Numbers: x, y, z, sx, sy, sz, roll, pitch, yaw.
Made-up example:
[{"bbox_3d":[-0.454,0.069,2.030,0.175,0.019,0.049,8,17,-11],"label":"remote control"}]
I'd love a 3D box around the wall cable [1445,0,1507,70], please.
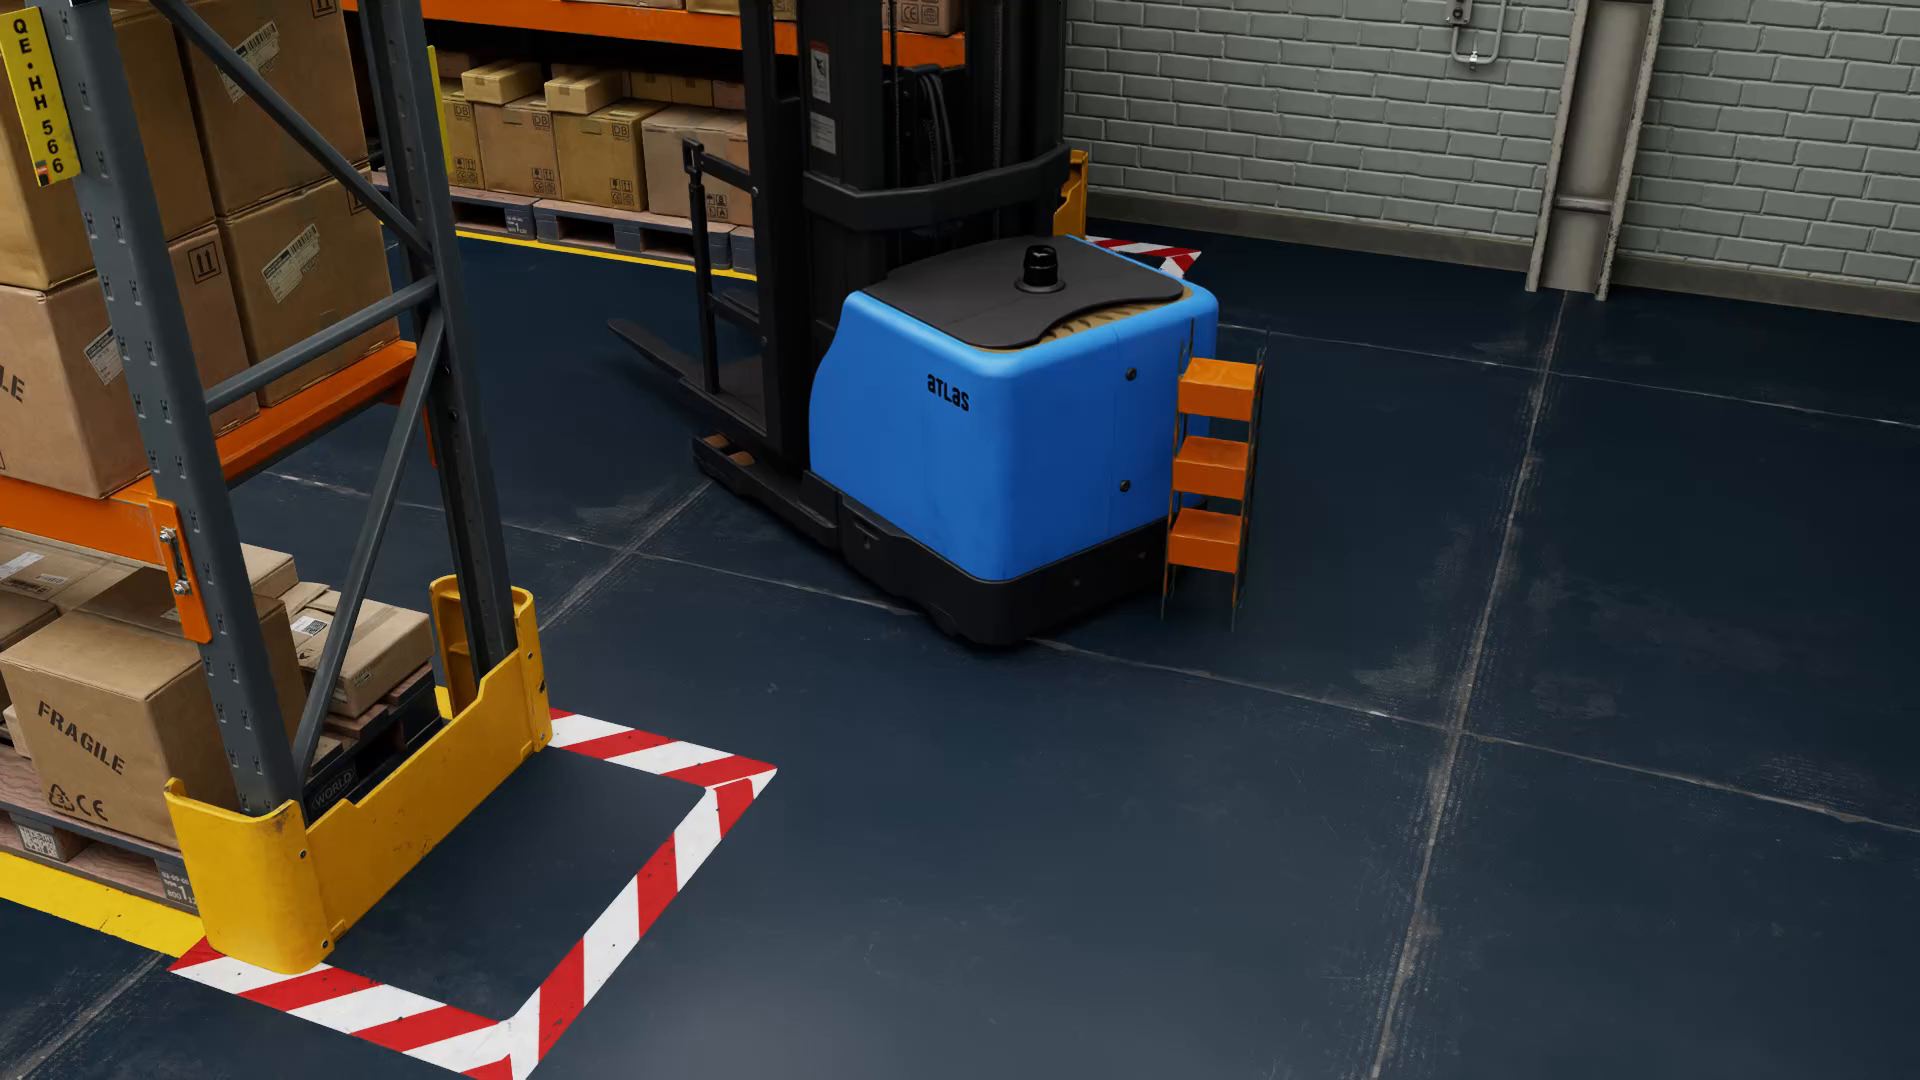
[{"bbox_3d":[1.847,-3.359,8.111,1.851,1.984,0.084,11,31,19],"label":"wall cable"}]

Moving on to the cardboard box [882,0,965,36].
[{"bbox_3d":[-0.172,-2.942,8.102,0.700,0.700,0.980,13,32,21],"label":"cardboard box"}]

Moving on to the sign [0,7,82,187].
[{"bbox_3d":[-1.782,-0.855,3.216,0.005,0.325,0.100,11,31,19],"label":"sign"}]

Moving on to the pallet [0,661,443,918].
[{"bbox_3d":[-2.364,0.591,4.991,1.213,0.211,1.003,11,31,19],"label":"pallet"}]

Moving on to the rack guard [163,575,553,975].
[{"bbox_3d":[-1.625,0.612,4.660,0.348,0.500,1.175,11,31,19],"label":"rack guard"}]

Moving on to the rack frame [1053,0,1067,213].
[{"bbox_3d":[0.305,-2.722,8.017,0.127,3.000,1.000,11,31,19],"label":"rack frame"}]

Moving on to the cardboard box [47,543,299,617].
[{"bbox_3d":[-2.415,0.221,5.159,0.500,0.250,0.500,11,31,19],"label":"cardboard box"}]

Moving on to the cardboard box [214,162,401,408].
[{"bbox_3d":[-1.867,-0.708,4.353,0.500,0.500,0.500,12,32,20],"label":"cardboard box"}]

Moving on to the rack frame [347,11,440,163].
[{"bbox_3d":[-3.402,-3.462,9.326,0.127,3.000,1.000,11,31,19],"label":"rack frame"}]

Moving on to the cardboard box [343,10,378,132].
[{"bbox_3d":[-4.053,-2.770,9.860,0.750,0.750,0.750,12,32,20],"label":"cardboard box"}]

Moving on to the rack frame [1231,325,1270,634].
[{"bbox_3d":[0.960,-0.184,5.509,0.008,1.050,0.200,9,31,16],"label":"rack frame"}]

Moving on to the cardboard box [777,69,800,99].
[{"bbox_3d":[-0.892,-2.391,8.886,0.250,0.149,0.380,12,31,20],"label":"cardboard box"}]

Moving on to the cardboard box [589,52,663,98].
[{"bbox_3d":[-1.840,-2.579,9.219,0.250,0.149,0.380,12,31,20],"label":"cardboard box"}]

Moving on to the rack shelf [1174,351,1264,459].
[{"bbox_3d":[0.844,-0.441,5.407,0.240,0.259,0.215,9,31,16],"label":"rack shelf"}]

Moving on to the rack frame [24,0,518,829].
[{"bbox_3d":[-1.554,-0.462,4.020,0.127,3.000,1.000,11,31,19],"label":"rack frame"}]

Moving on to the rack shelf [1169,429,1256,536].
[{"bbox_3d":[0.844,-0.194,5.547,0.240,0.259,0.215,9,31,16],"label":"rack shelf"}]

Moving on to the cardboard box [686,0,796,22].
[{"bbox_3d":[-0.850,-3.072,8.331,0.700,0.700,0.980,11,31,19],"label":"cardboard box"}]

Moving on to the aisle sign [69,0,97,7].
[{"bbox_3d":[-1.606,-1.442,3.111,0.004,0.787,0.394,11,31,19],"label":"aisle sign"}]

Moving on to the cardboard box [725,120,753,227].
[{"bbox_3d":[-0.845,-1.993,8.841,0.500,0.500,0.700,11,31,19],"label":"cardboard box"}]

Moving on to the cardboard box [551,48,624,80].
[{"bbox_3d":[-2.074,-2.626,9.302,0.250,0.149,0.380,10,31,18],"label":"cardboard box"}]

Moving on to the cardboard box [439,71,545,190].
[{"bbox_3d":[-2.748,-2.371,9.511,0.500,0.500,0.700,12,32,20],"label":"cardboard box"}]

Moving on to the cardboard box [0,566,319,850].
[{"bbox_3d":[-2.151,0.446,4.506,0.500,0.500,0.500,11,31,19],"label":"cardboard box"}]

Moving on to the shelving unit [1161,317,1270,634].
[{"bbox_3d":[0.844,-0.203,5.542,0.252,1.050,0.215,9,31,16],"label":"shelving unit"}]

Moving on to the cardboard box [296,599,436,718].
[{"bbox_3d":[-1.813,0.353,5.027,0.250,0.149,0.380,11,31,19],"label":"cardboard box"}]

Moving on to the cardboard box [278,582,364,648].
[{"bbox_3d":[-2.045,0.299,5.105,0.250,0.166,0.380,11,31,19],"label":"cardboard box"}]

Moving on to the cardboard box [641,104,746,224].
[{"bbox_3d":[-1.312,-2.086,9.005,0.500,0.500,0.700,10,31,17],"label":"cardboard box"}]

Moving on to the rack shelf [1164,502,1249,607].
[{"bbox_3d":[0.844,0.048,5.684,0.240,0.259,0.215,9,31,16],"label":"rack shelf"}]

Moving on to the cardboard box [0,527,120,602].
[{"bbox_3d":[-2.878,0.128,5.322,0.500,0.250,0.500,11,31,19],"label":"cardboard box"}]

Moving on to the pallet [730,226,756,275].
[{"bbox_3d":[-0.466,-1.620,8.902,1.213,0.211,1.003,11,31,19],"label":"pallet"}]

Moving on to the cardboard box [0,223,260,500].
[{"bbox_3d":[-2.072,-0.465,3.922,0.500,0.500,0.500,12,32,21],"label":"cardboard box"}]

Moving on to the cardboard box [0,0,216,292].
[{"bbox_3d":[-2.070,-0.898,3.673,0.500,0.500,0.500,11,31,19],"label":"cardboard box"}]

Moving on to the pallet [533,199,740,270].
[{"bbox_3d":[-1.592,-1.847,9.302,1.213,0.211,1.003,11,31,19],"label":"pallet"}]

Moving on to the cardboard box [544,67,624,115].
[{"bbox_3d":[-2.015,-2.411,8.921,0.250,0.149,0.380,10,31,18],"label":"cardboard box"}]

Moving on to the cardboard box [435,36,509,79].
[{"bbox_3d":[-2.807,-2.771,9.559,0.250,0.149,0.380,11,31,19],"label":"cardboard box"}]

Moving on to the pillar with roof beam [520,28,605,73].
[{"bbox_3d":[-4.047,-4.376,4.846,0.400,9.000,9.100,11,31,19],"label":"pillar with roof beam"}]

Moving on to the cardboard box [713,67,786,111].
[{"bbox_3d":[-1.128,-2.437,8.968,0.250,0.149,0.380,12,32,20],"label":"cardboard box"}]

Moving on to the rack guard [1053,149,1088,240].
[{"bbox_3d":[0.327,-1.629,8.624,0.348,0.500,1.175,11,31,19],"label":"rack guard"}]

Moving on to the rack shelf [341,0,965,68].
[{"bbox_3d":[-1.549,-2.779,8.849,4.000,0.370,1.077,11,31,19],"label":"rack shelf"}]

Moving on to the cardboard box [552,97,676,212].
[{"bbox_3d":[-1.809,-2.181,9.174,0.500,0.500,0.700,12,32,20],"label":"cardboard box"}]

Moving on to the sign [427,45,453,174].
[{"bbox_3d":[-1.351,-1.087,4.245,0.005,0.325,0.100,11,31,19],"label":"sign"}]

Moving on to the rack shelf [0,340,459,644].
[{"bbox_3d":[-3.408,-0.519,4.851,4.000,0.370,1.077,11,31,19],"label":"rack shelf"}]

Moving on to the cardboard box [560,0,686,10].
[{"bbox_3d":[-1.553,-3.217,8.588,0.700,0.700,0.980,10,31,17],"label":"cardboard box"}]

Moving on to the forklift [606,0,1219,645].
[{"bbox_3d":[-0.419,-1.590,6.085,1.130,2.935,3.031,-21,36,-32],"label":"forklift"}]

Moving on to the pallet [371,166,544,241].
[{"bbox_3d":[-2.727,-2.072,9.700,1.213,0.211,1.003,11,31,19],"label":"pallet"}]

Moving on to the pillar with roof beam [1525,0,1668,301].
[{"bbox_3d":[1.513,-3.265,2.882,0.400,9.000,9.100,11,31,19],"label":"pillar with roof beam"}]

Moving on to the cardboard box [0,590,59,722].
[{"bbox_3d":[-3.020,0.365,4.903,0.500,0.250,0.500,11,31,19],"label":"cardboard box"}]

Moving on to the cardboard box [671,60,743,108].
[{"bbox_3d":[-1.366,-2.485,9.052,0.250,0.149,0.380,12,31,20],"label":"cardboard box"}]

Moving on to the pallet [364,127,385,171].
[{"bbox_3d":[-4.145,-2.356,10.204,1.213,0.211,1.003,11,31,19],"label":"pallet"}]

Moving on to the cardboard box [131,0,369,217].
[{"bbox_3d":[-1.867,-1.144,4.107,0.500,0.500,0.500,12,32,21],"label":"cardboard box"}]

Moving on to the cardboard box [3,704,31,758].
[{"bbox_3d":[-2.492,0.475,4.793,0.250,0.166,0.380,11,31,19],"label":"cardboard box"}]

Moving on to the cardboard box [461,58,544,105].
[{"bbox_3d":[-2.499,-2.507,9.092,0.250,0.149,0.380,12,32,21],"label":"cardboard box"}]

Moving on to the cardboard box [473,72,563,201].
[{"bbox_3d":[-2.283,-2.277,9.343,0.500,0.500,0.700,11,31,19],"label":"cardboard box"}]

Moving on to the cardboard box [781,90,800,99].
[{"bbox_3d":[-0.806,-2.170,8.496,0.250,0.149,0.380,12,32,20],"label":"cardboard box"}]

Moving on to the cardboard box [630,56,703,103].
[{"bbox_3d":[-1.601,-2.532,9.135,0.250,0.149,0.380,11,31,18],"label":"cardboard box"}]

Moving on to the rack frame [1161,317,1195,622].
[{"bbox_3d":[0.728,-0.221,5.575,0.008,1.050,0.200,9,31,16],"label":"rack frame"}]
